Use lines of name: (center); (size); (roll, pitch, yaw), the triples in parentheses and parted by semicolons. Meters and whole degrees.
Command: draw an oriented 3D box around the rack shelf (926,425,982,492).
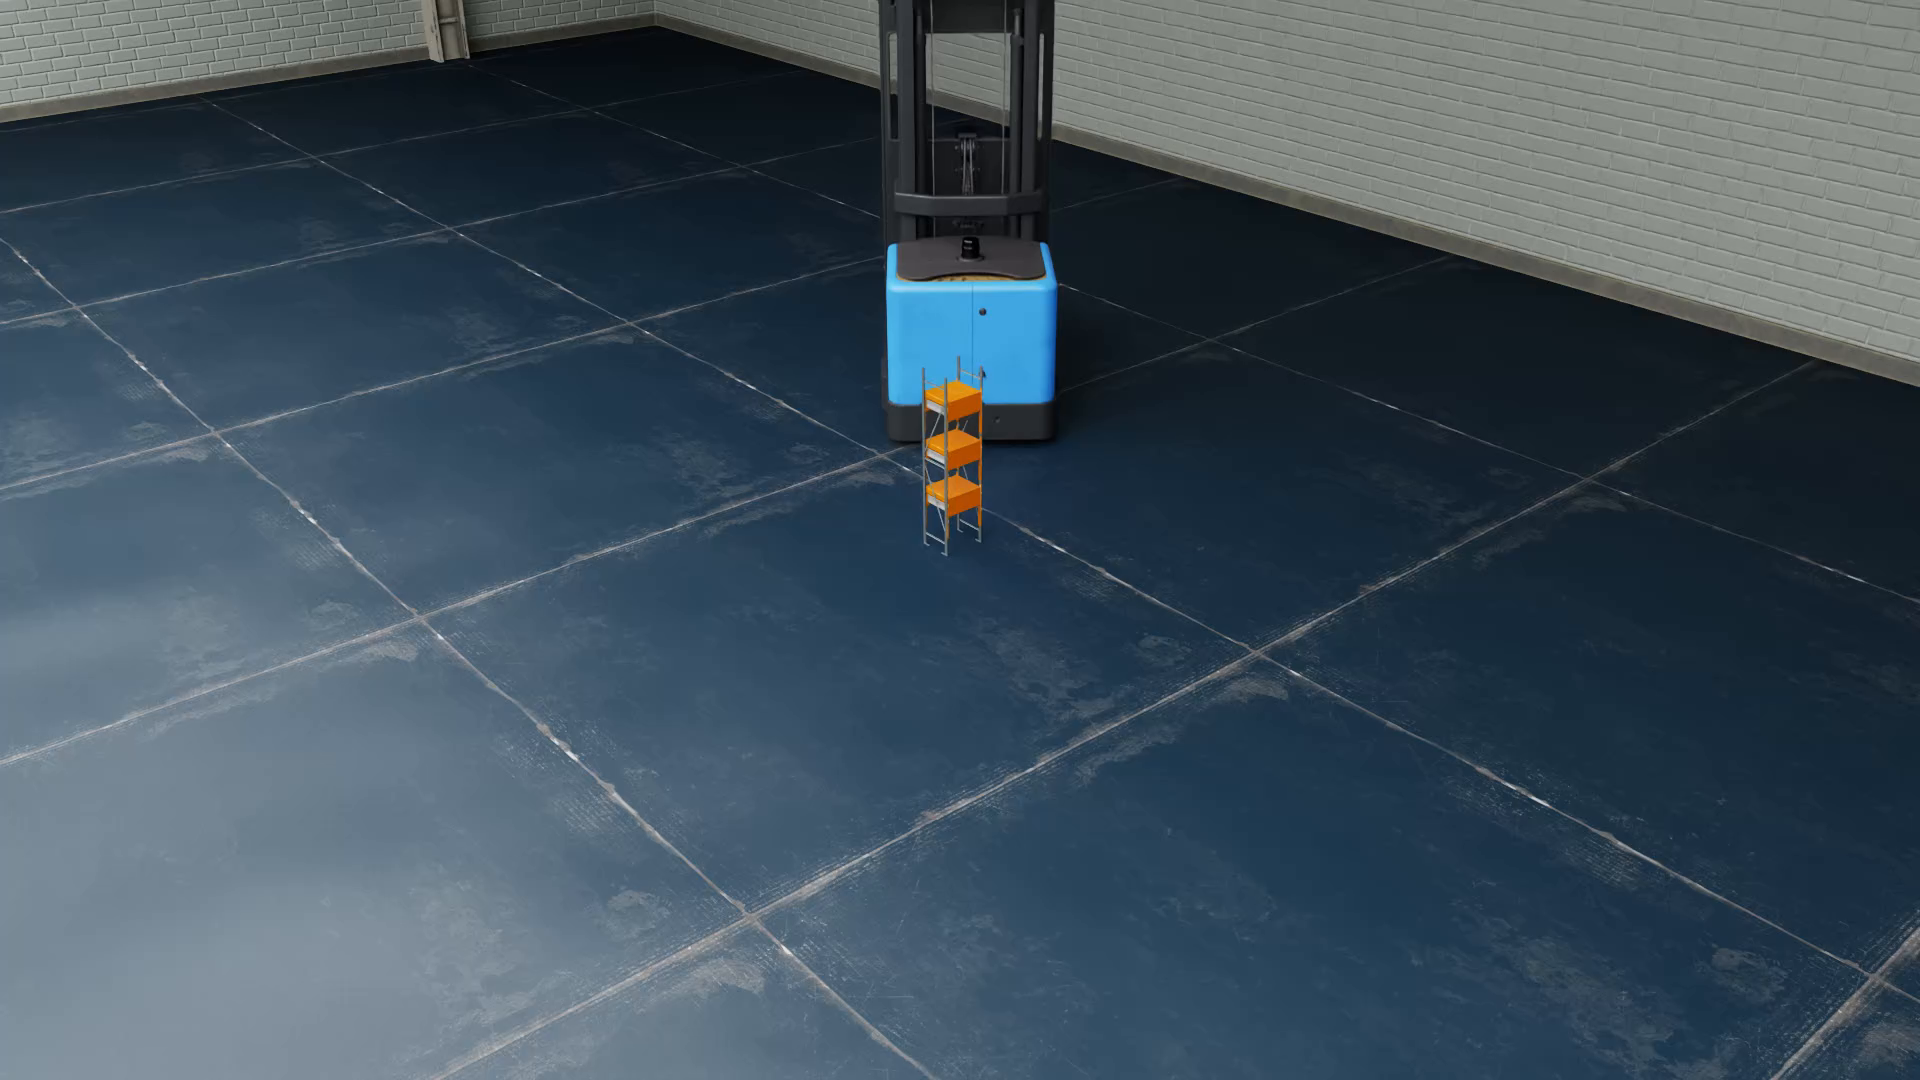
rack shelf: (-0.041, -0.437, 8.977); (0.240, 0.259, 0.215); (-22, 35, -35)

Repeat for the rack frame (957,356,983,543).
rack frame: (0.052, -0.484, 9.042); (0.008, 1.050, 0.200); (-22, 35, -35)

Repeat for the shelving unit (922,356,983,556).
shelving unit: (-0.041, -0.447, 8.972); (0.252, 1.050, 0.215); (-22, 35, -35)

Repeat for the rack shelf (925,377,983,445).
rack shelf: (-0.041, -0.688, 8.843); (0.240, 0.259, 0.215); (-22, 35, -35)

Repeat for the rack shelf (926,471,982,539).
rack shelf: (-0.041, -0.192, 9.108); (0.240, 0.259, 0.215); (-22, 35, -35)

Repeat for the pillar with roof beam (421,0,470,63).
pillar with roof beam: (-3.406, -8.280, 15.196); (0.400, 9.000, 9.100); (-22, 35, -35)

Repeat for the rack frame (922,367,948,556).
rack frame: (-0.134, -0.409, 8.902); (0.008, 1.050, 0.200); (-22, 35, -35)

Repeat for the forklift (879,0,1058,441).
forklift: (0.033, -2.556, 10.923); (1.130, 2.935, 3.031); (-1, 28, -1)
